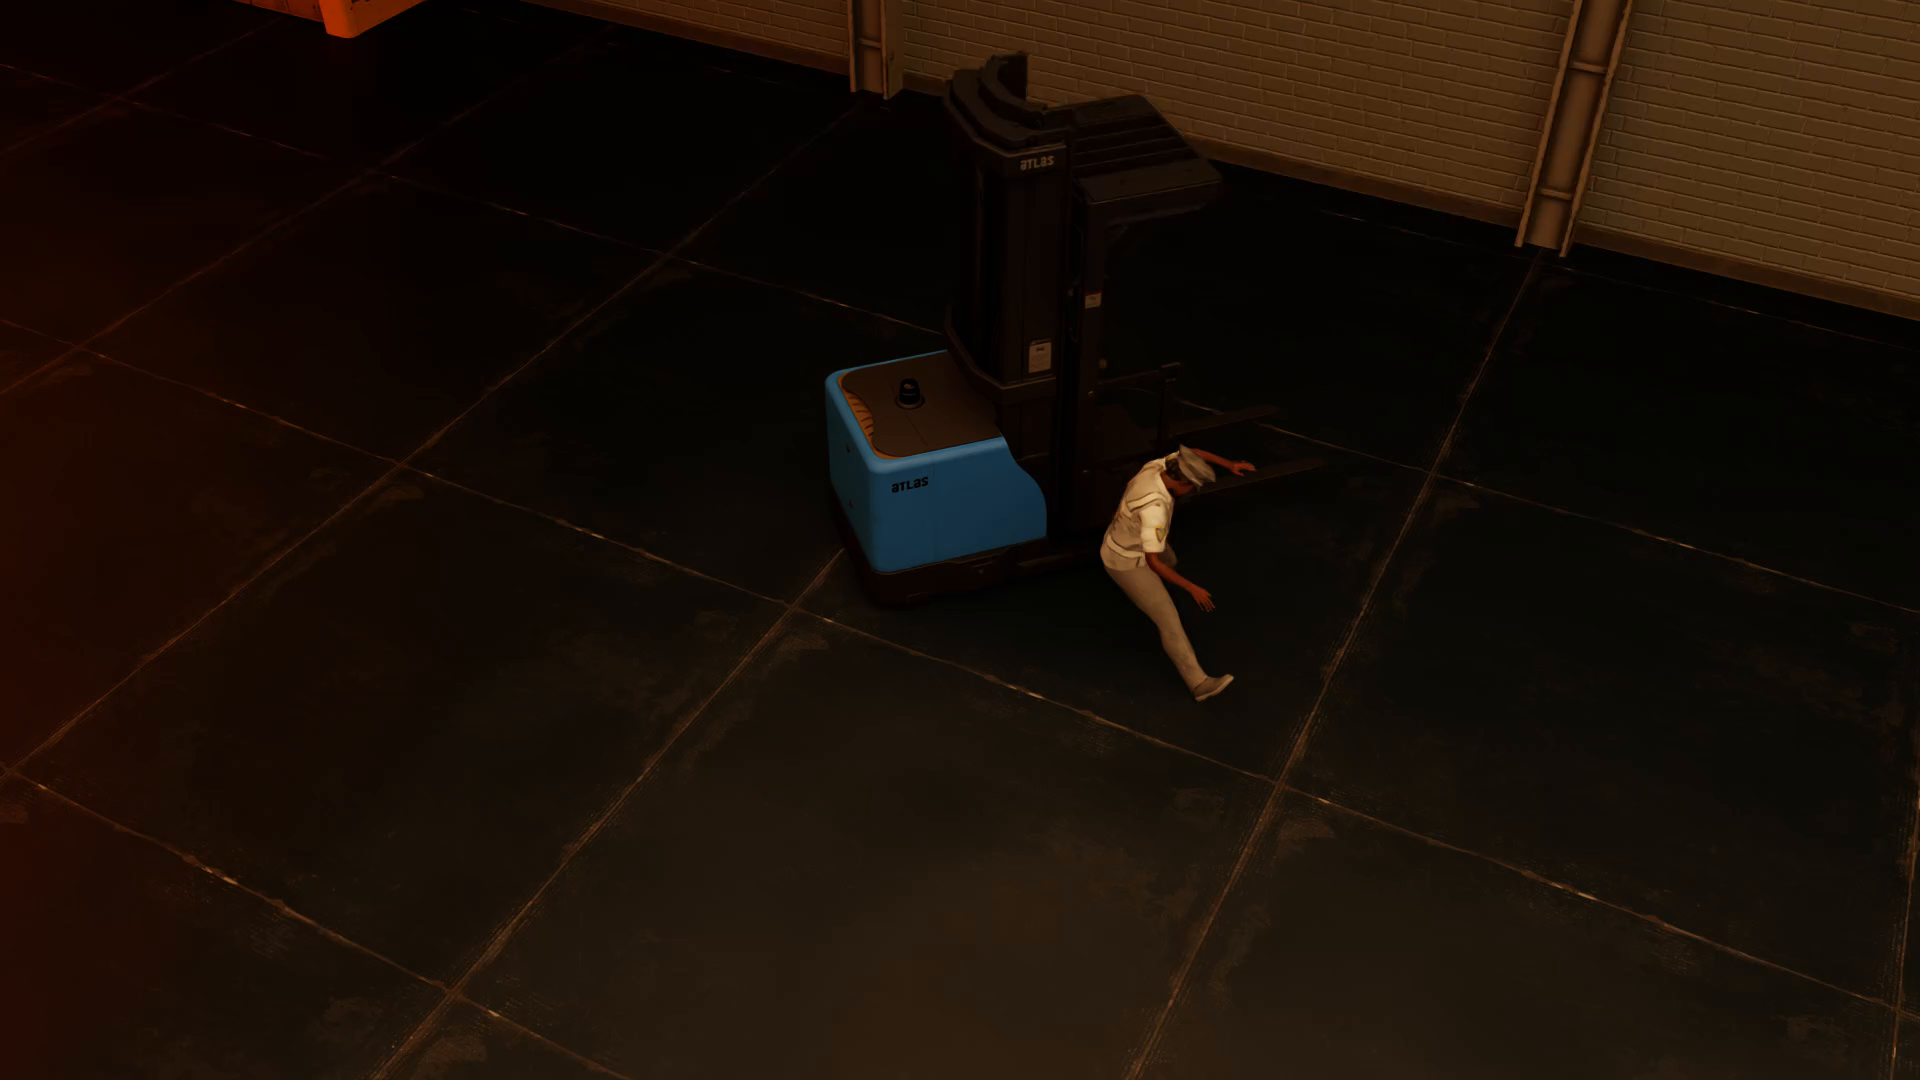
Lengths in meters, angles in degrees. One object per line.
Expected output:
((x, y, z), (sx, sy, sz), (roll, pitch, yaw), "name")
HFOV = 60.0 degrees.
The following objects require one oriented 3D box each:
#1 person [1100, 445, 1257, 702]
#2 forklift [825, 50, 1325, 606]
((1.187, 0.035, 9.179), (1.000, 1.291, 1.120), (14, 42, 16), "person")
((0.764, -1.311, 9.543), (3.031, 2.935, 1.130), (-13, 42, -15), "forklift")
